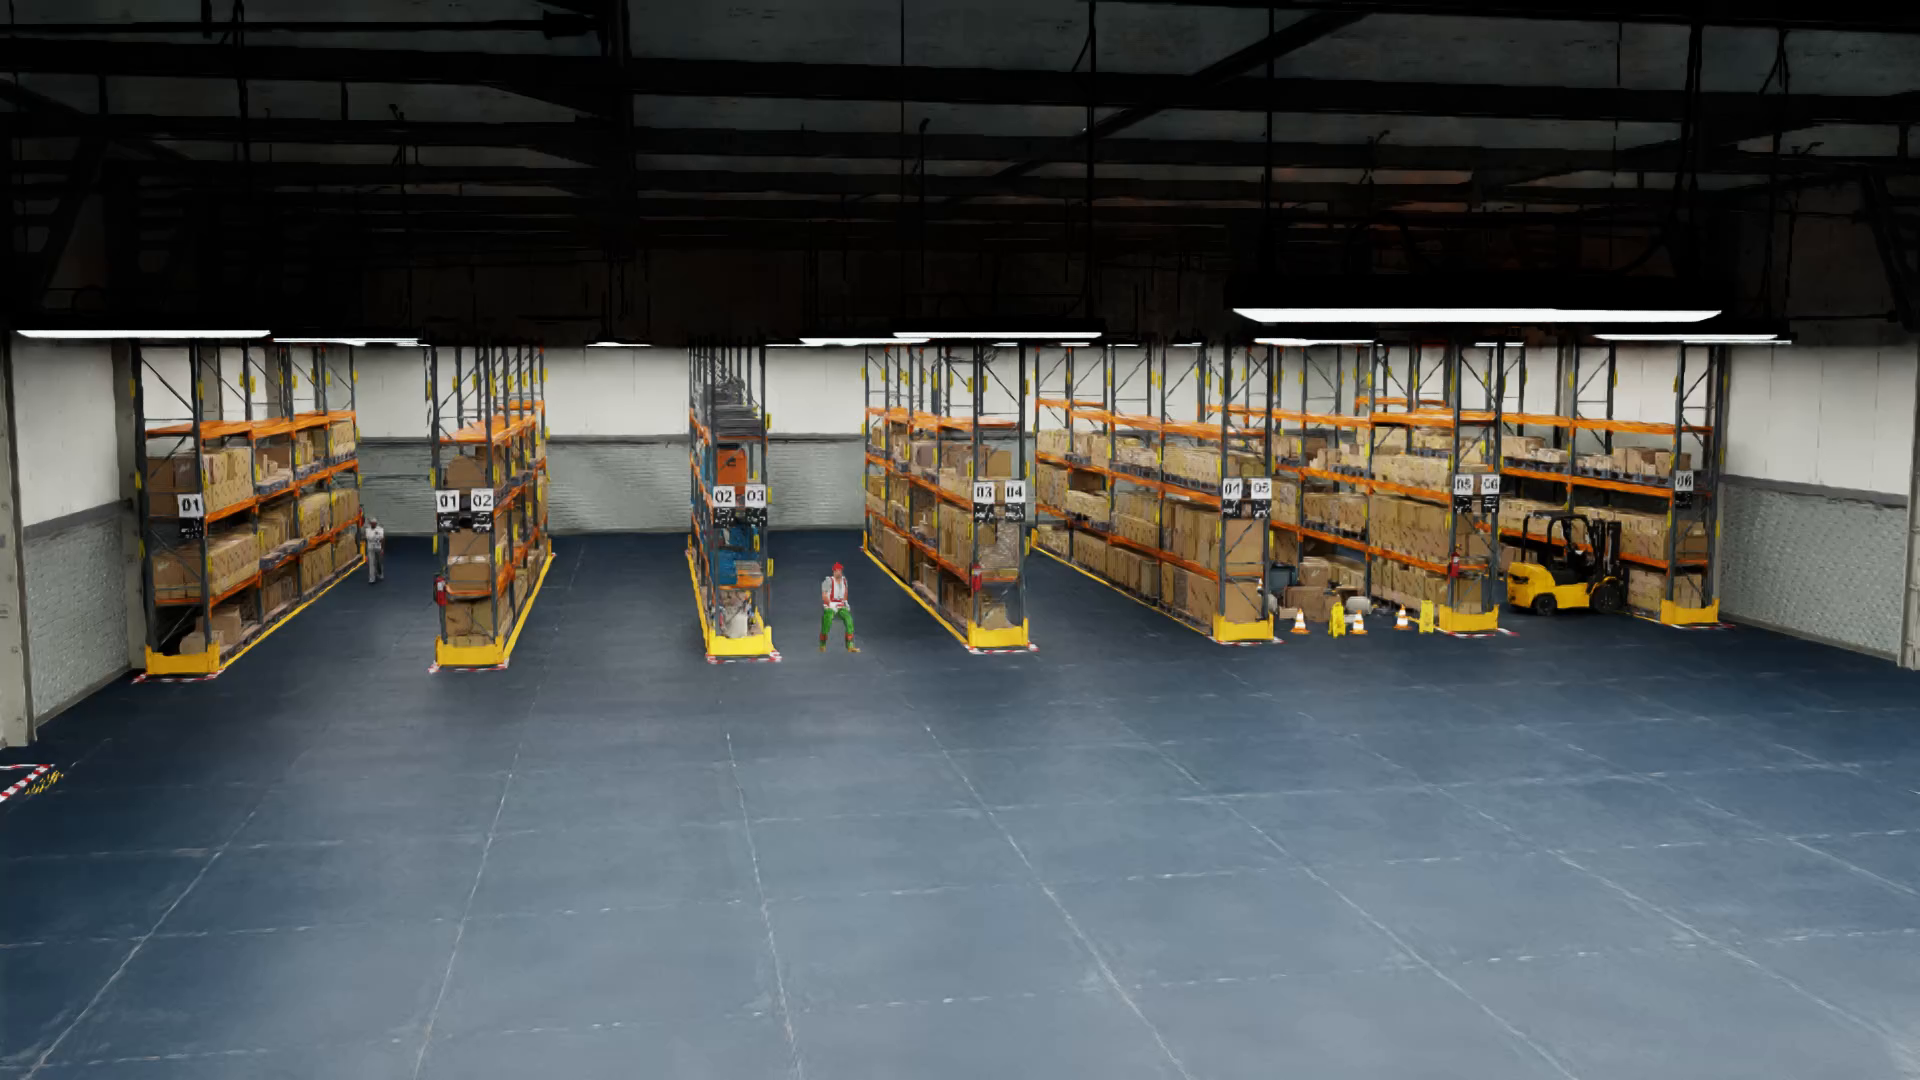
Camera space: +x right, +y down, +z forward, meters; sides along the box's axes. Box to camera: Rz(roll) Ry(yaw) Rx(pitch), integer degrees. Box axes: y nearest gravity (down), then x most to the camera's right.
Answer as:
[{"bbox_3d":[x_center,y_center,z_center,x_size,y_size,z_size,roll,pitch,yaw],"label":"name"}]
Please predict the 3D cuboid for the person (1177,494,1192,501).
[{"bbox_3d":[7.342,-1.346,54.125,0.570,1.761,0.563,3,7,26],"label":"person"}]

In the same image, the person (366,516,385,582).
[{"bbox_3d":[-14.426,0.207,41.066,0.461,1.626,0.989,-1,7,-12],"label":"person"}]

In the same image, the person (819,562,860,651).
[{"bbox_3d":[-2.344,1.266,31.400,0.675,1.727,0.774,-4,8,-31],"label":"person"}]

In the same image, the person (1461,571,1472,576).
[{"bbox_3d":[11.419,0.576,37.613,0.477,1.672,0.487,2,7,20],"label":"person"}]
